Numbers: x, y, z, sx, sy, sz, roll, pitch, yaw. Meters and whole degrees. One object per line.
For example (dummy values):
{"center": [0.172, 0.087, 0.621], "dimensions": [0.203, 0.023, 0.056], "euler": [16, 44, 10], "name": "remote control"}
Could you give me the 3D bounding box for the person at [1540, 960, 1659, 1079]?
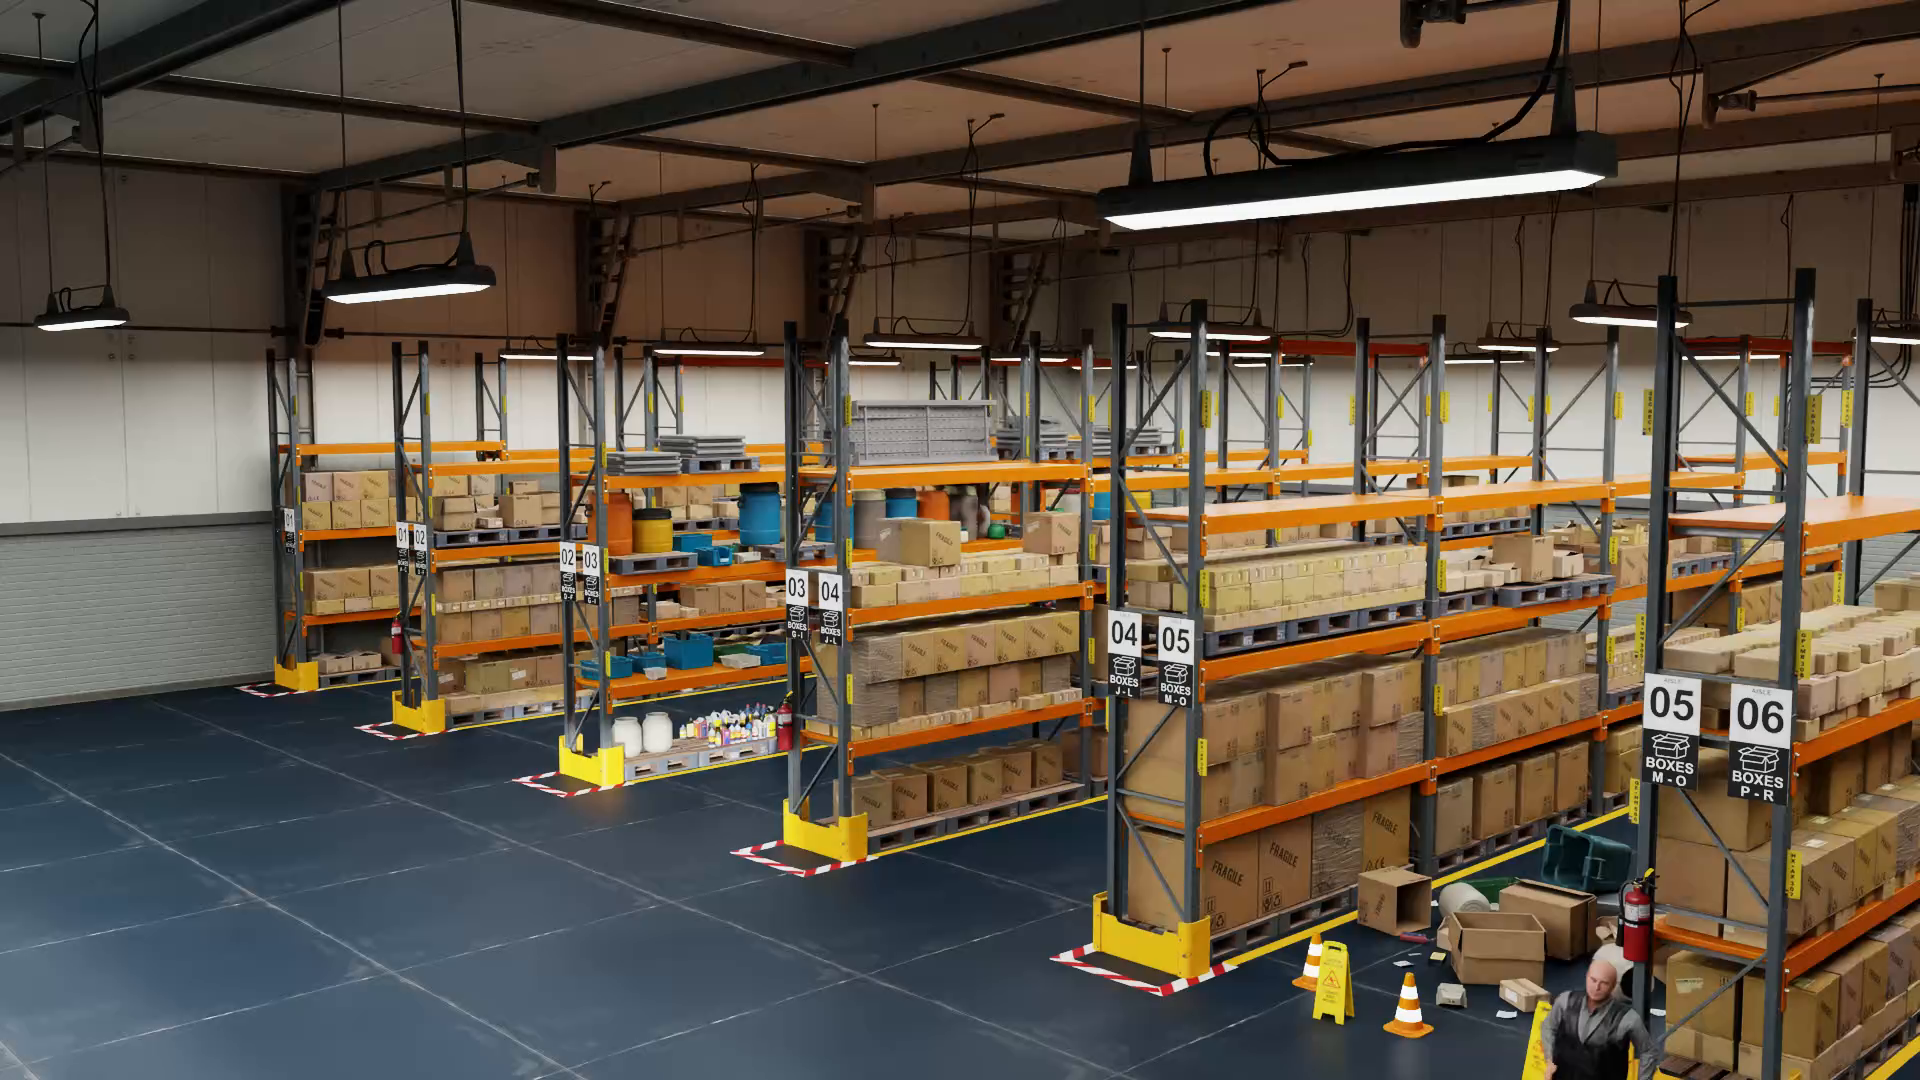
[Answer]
{"center": [3.865, 3.399, 10.191], "dimensions": [0.693, 1.701, 0.977], "euler": [4, 7, 41], "name": "person"}
